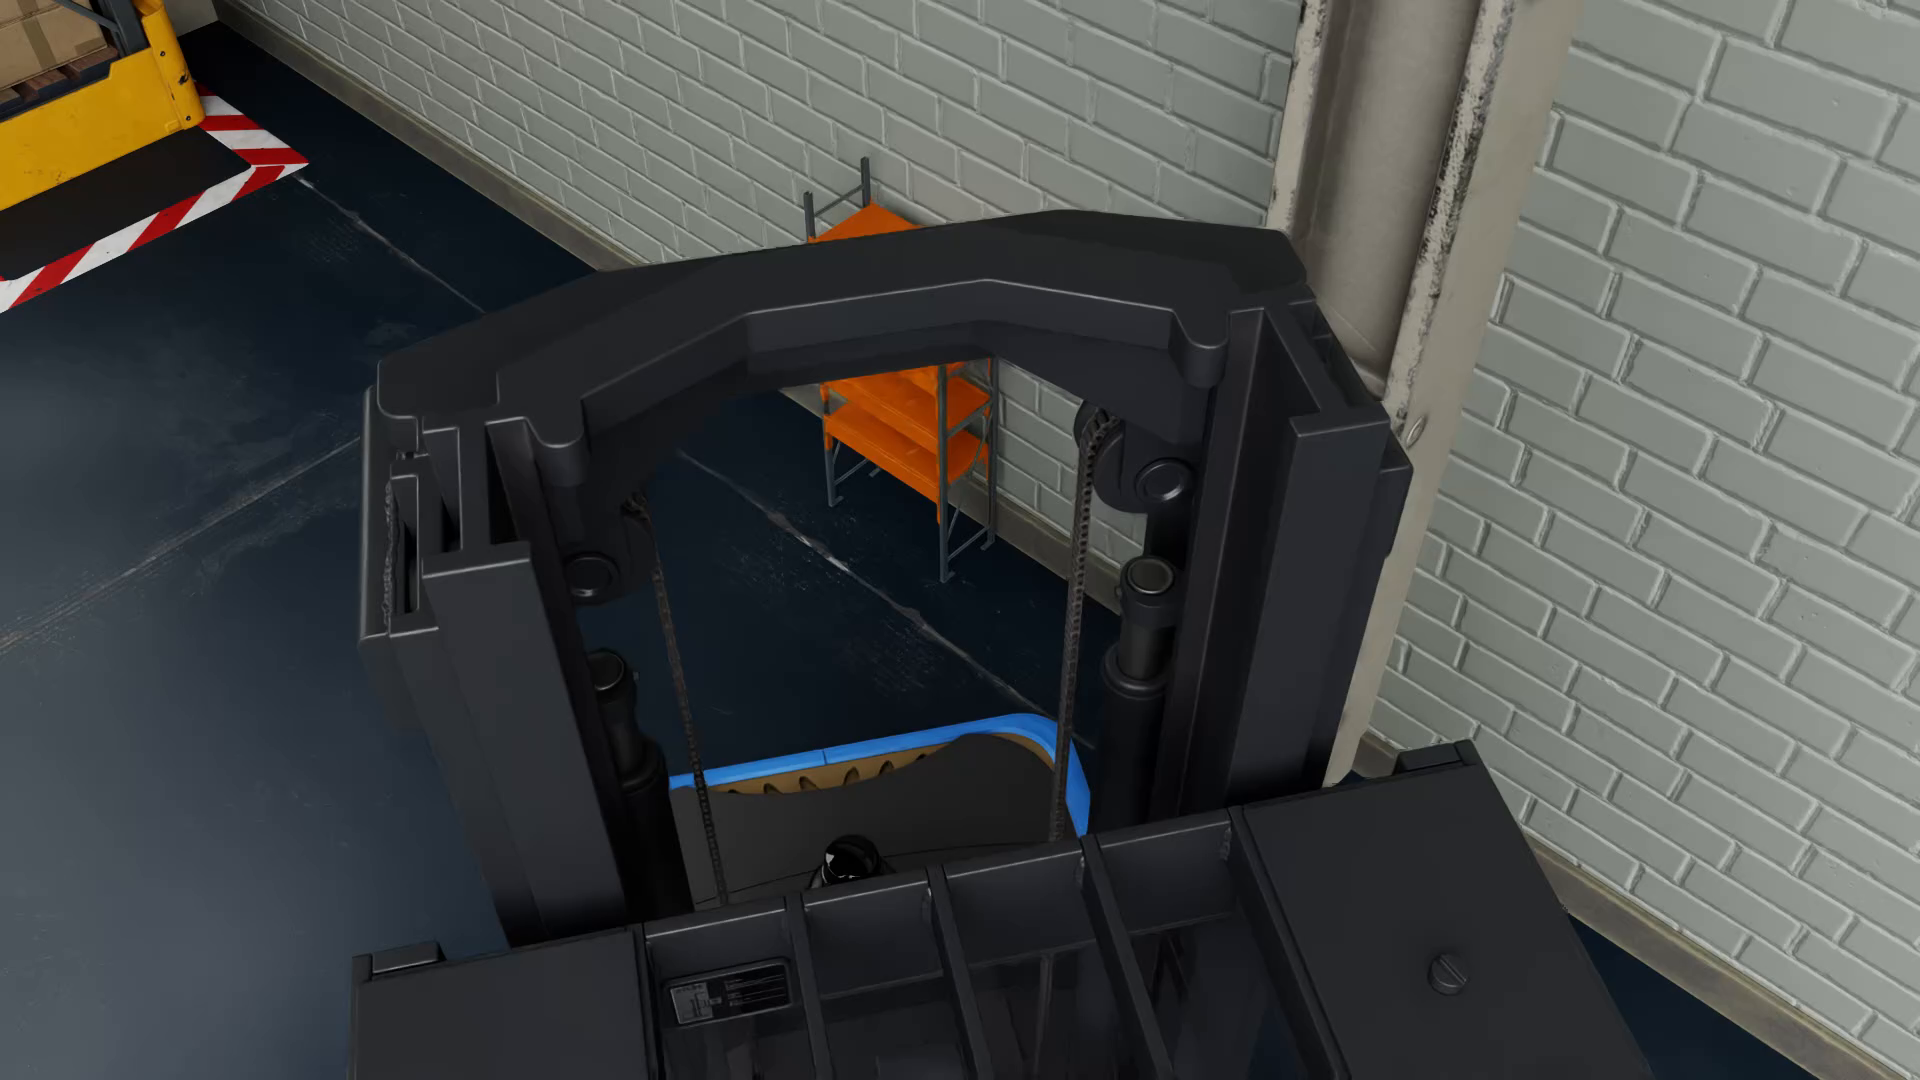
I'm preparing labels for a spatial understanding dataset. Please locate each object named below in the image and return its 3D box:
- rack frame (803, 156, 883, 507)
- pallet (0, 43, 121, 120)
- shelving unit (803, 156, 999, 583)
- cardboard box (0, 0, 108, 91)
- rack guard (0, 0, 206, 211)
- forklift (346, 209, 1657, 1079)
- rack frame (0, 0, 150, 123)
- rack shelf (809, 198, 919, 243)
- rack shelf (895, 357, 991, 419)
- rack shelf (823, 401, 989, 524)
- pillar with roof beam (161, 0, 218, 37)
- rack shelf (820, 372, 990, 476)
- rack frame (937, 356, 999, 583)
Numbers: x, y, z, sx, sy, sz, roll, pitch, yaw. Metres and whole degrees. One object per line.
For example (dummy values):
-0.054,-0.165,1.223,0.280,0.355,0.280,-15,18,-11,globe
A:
-0.337,-0.583,4.975,0.015,1.200,0.240,33,55,27,rack frame
-4.232,-1.963,6.948,1.213,0.211,1.003,34,55,28,pallet
-0.156,-0.464,4.863,0.503,1.200,0.258,33,55,27,shelving unit
-3.869,-2.112,6.773,0.500,0.250,0.500,34,56,28,cardboard box
-3.623,-1.694,6.498,0.348,0.500,1.175,34,55,28,rack guard
0.050,1.205,2.108,1.130,2.935,3.031,-9,48,-9,forklift
-3.641,-2.562,5.598,0.127,3.000,1.000,34,55,28,rack frame
-0.156,-0.733,4.576,0.480,0.148,0.258,33,55,27,rack shelf
-0.156,-0.571,4.748,0.480,0.148,0.258,33,55,27,rack shelf
-0.156,-0.282,5.056,0.480,0.148,0.258,33,55,27,rack shelf
-6.461,-3.136,2.022,0.400,9.000,9.100,34,55,28,pillar with roof beam
-0.156,-0.418,4.912,0.480,0.148,0.258,33,55,27,rack shelf
0.025,-0.345,4.750,0.015,1.200,0.240,33,55,27,rack frame
